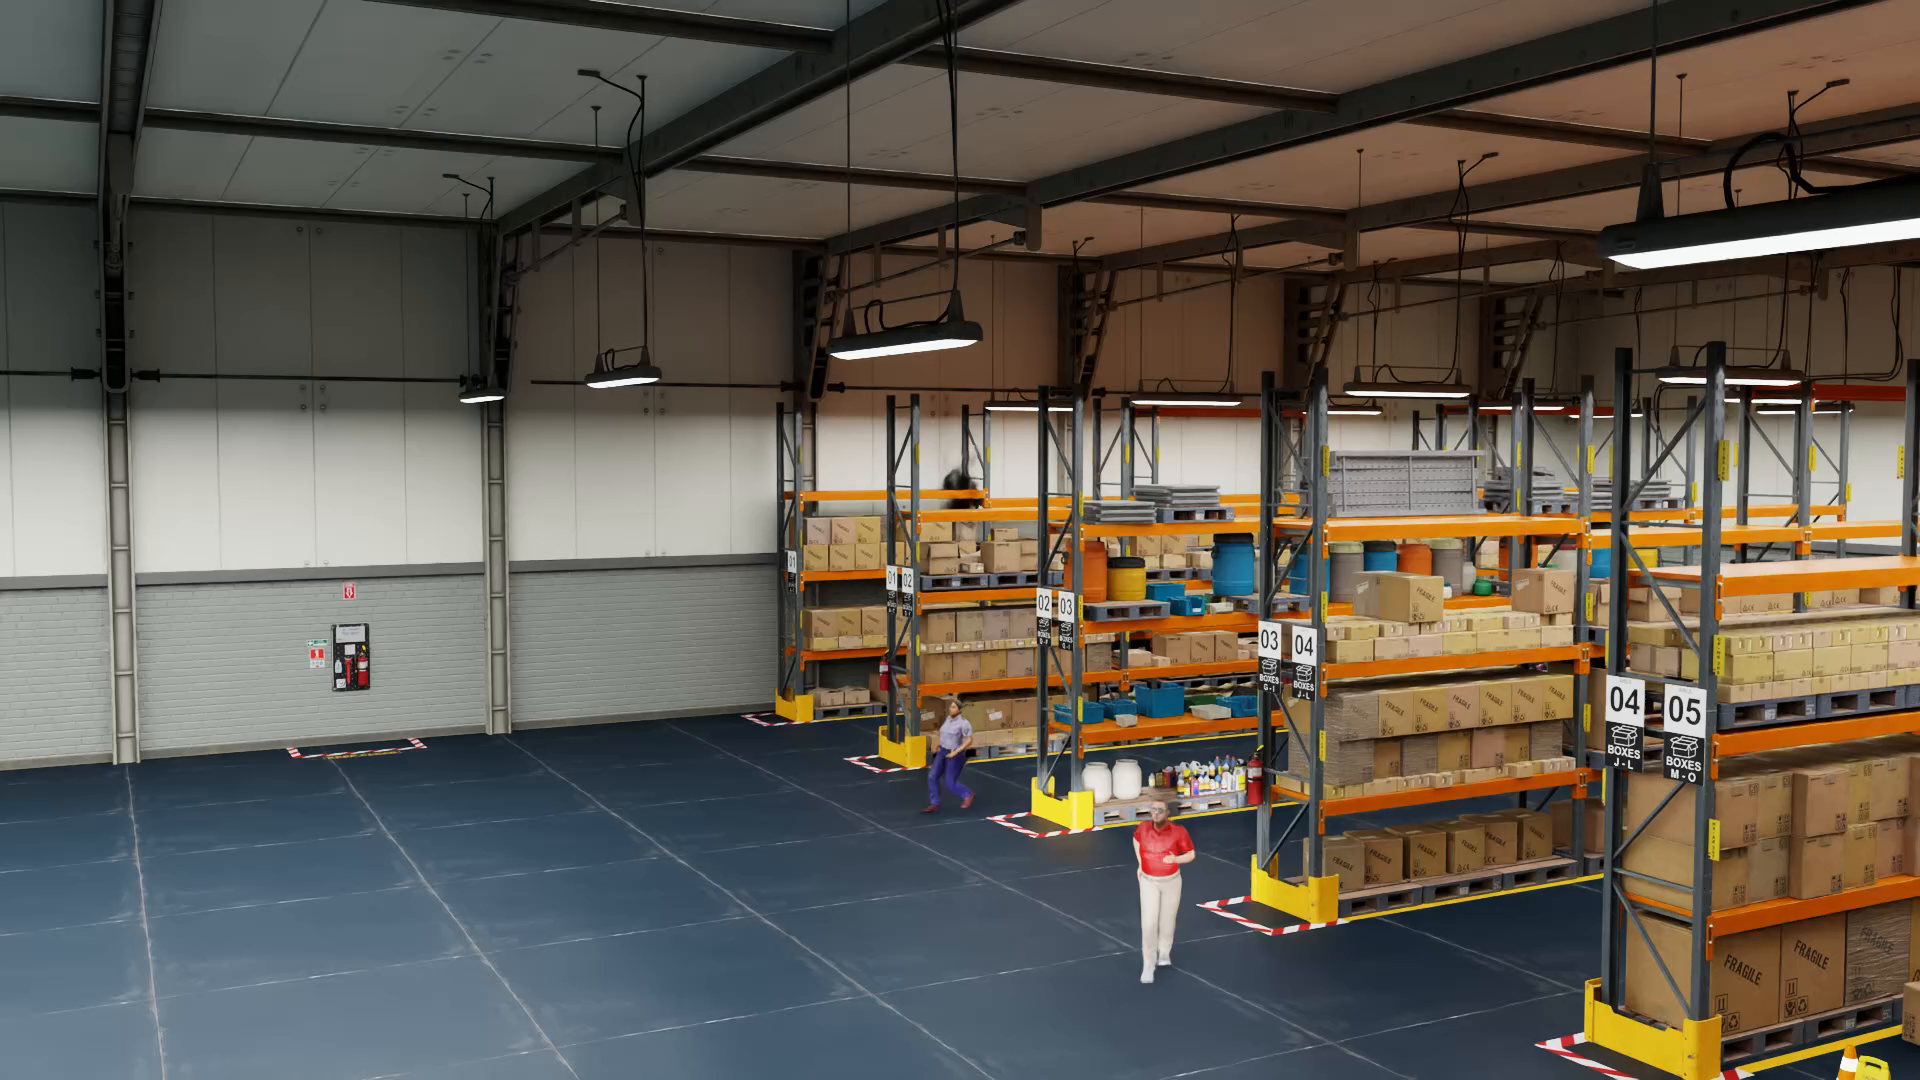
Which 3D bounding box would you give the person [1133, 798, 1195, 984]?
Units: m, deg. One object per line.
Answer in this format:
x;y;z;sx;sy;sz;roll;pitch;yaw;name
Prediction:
1.974;3.410;16.183;0.625;1.810;0.765;1;3;12;person

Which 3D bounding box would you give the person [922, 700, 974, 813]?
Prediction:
-0.144;3.049;23.460;0.733;1.585;0.645;-3;4;-39;person
